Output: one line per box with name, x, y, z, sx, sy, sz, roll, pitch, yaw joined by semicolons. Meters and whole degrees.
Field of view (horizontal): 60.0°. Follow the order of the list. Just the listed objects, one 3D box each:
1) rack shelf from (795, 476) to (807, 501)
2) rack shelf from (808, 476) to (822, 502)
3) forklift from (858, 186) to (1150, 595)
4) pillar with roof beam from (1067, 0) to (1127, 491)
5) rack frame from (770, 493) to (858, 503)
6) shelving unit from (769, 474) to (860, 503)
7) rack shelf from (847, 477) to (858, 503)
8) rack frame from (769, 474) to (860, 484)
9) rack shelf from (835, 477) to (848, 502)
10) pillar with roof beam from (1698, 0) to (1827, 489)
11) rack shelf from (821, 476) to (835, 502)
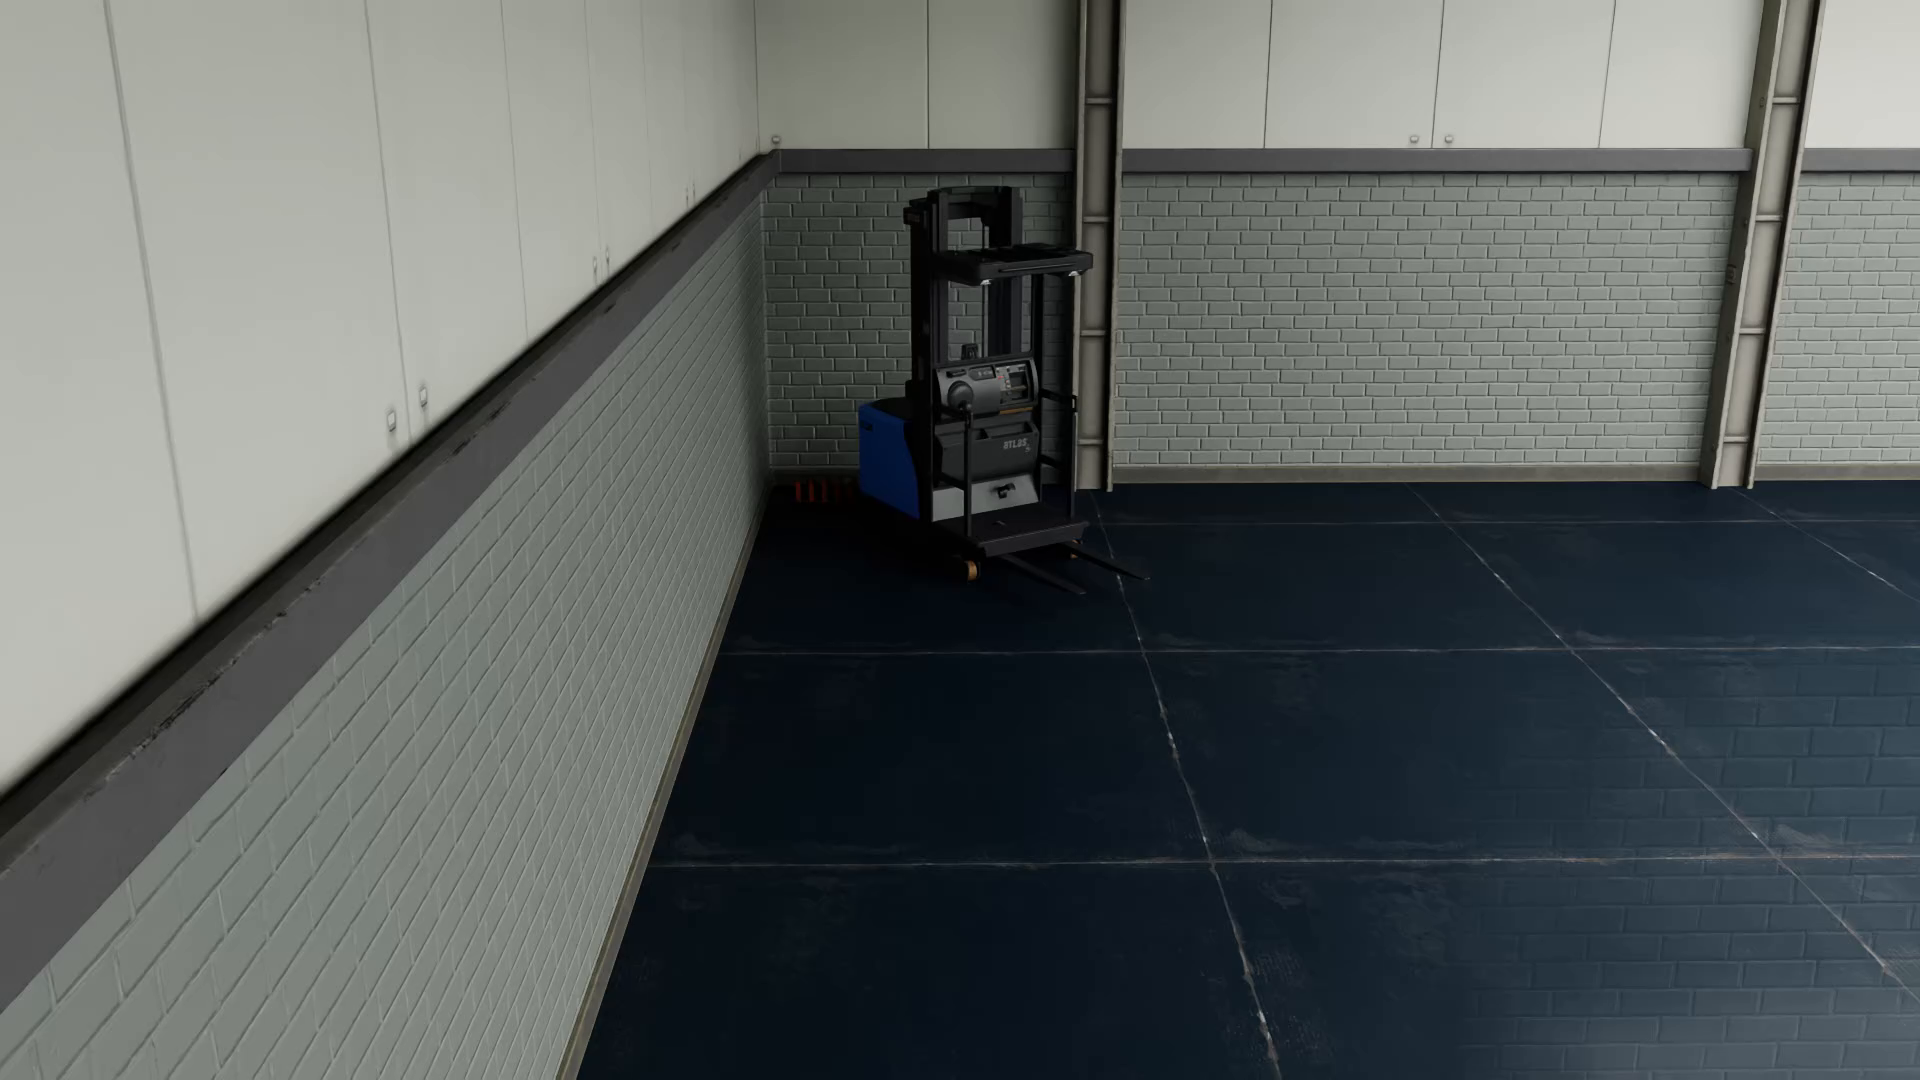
rack shelf;-1.435;-0.475;15.212;0.103;0.180;0.258;1;18;5
rack shelf;-1.316;-0.472;15.201;0.103;0.180;0.258;1;18;5
forklift;0.334;-1.235;13.099;1.130;2.935;3.031;-11;21;-31
pillar with roof beam;1.283;-3.468;10.127;0.400;9.000;9.100;0;18;-1
rack frame;-1.120;-0.380;15.210;1.200;0.006;0.240;1;18;5
shelving unit;-1.121;-0.467;15.182;1.200;0.189;0.258;1;18;5
rack shelf;-0.957;-0.463;15.166;0.103;0.180;0.258;1;18;5
rack frame;-1.121;-0.554;15.154;1.200;0.006;0.240;1;18;5
rack shelf;-1.077;-0.466;15.178;0.103;0.180;0.258;1;18;5
pillar with roof beam;7.283;-3.497;10.217;0.400;9.000;9.100;0;18;-1
rack shelf;-1.196;-0.469;15.189;0.103;0.180;0.258;1;18;5
